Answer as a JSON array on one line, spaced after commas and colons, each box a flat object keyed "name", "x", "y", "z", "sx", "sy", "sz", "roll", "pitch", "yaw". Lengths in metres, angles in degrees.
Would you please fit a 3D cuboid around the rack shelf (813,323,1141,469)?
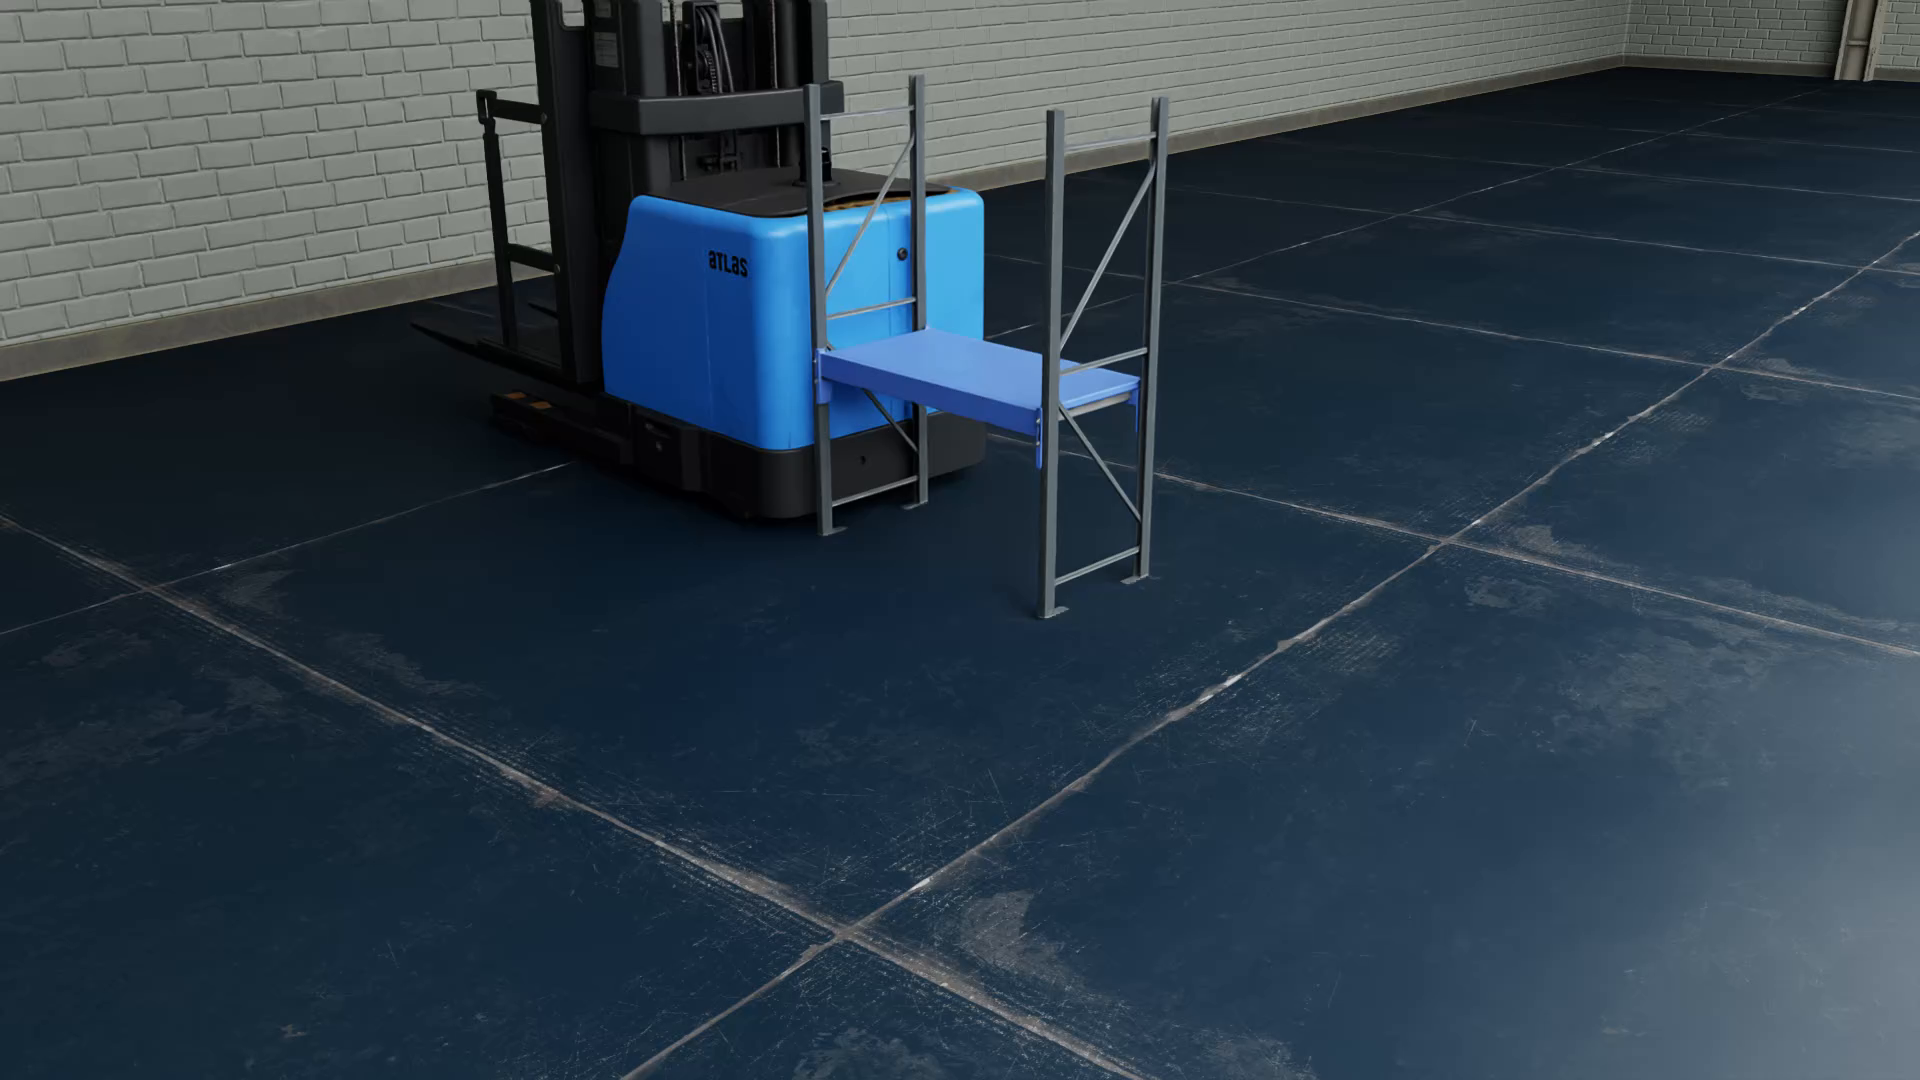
[{"name": "rack shelf", "x": 0.059, "y": -0.481, "z": 5.329, "sx": 1.000, "sy": 0.185, "sz": 0.538, "roll": 19, "pitch": 28, "yaw": 41}]

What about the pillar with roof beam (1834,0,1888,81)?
[{"name": "pillar with roof beam", "x": 8.739, "y": -8.941, "z": 16.626, "sx": 0.400, "sy": 9.000, "sz": 9.100, "roll": 16, "pitch": 26, "yaw": 36}]

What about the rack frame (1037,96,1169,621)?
[{"name": "rack frame", "x": 0.421, "y": -0.524, "z": 4.931, "sx": 0.032, "sy": 1.500, "sz": 0.500, "roll": 19, "pitch": 28, "yaw": 41}]

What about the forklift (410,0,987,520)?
[{"name": "forklift", "x": -1.277, "y": -1.875, "z": 6.485, "sx": 1.130, "sy": 2.935, "sz": 3.031, "roll": -19, "pitch": 27, "yaw": -40}]

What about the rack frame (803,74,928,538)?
[{"name": "rack frame", "x": -0.303, "y": -0.776, "z": 5.599, "sx": 0.032, "sy": 1.500, "sz": 0.500, "roll": 19, "pitch": 28, "yaw": 41}]

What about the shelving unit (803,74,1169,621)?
[{"name": "shelving unit", "x": 0.059, "y": -0.650, "z": 5.265, "sx": 1.048, "sy": 1.500, "sz": 0.538, "roll": 19, "pitch": 28, "yaw": 41}]
